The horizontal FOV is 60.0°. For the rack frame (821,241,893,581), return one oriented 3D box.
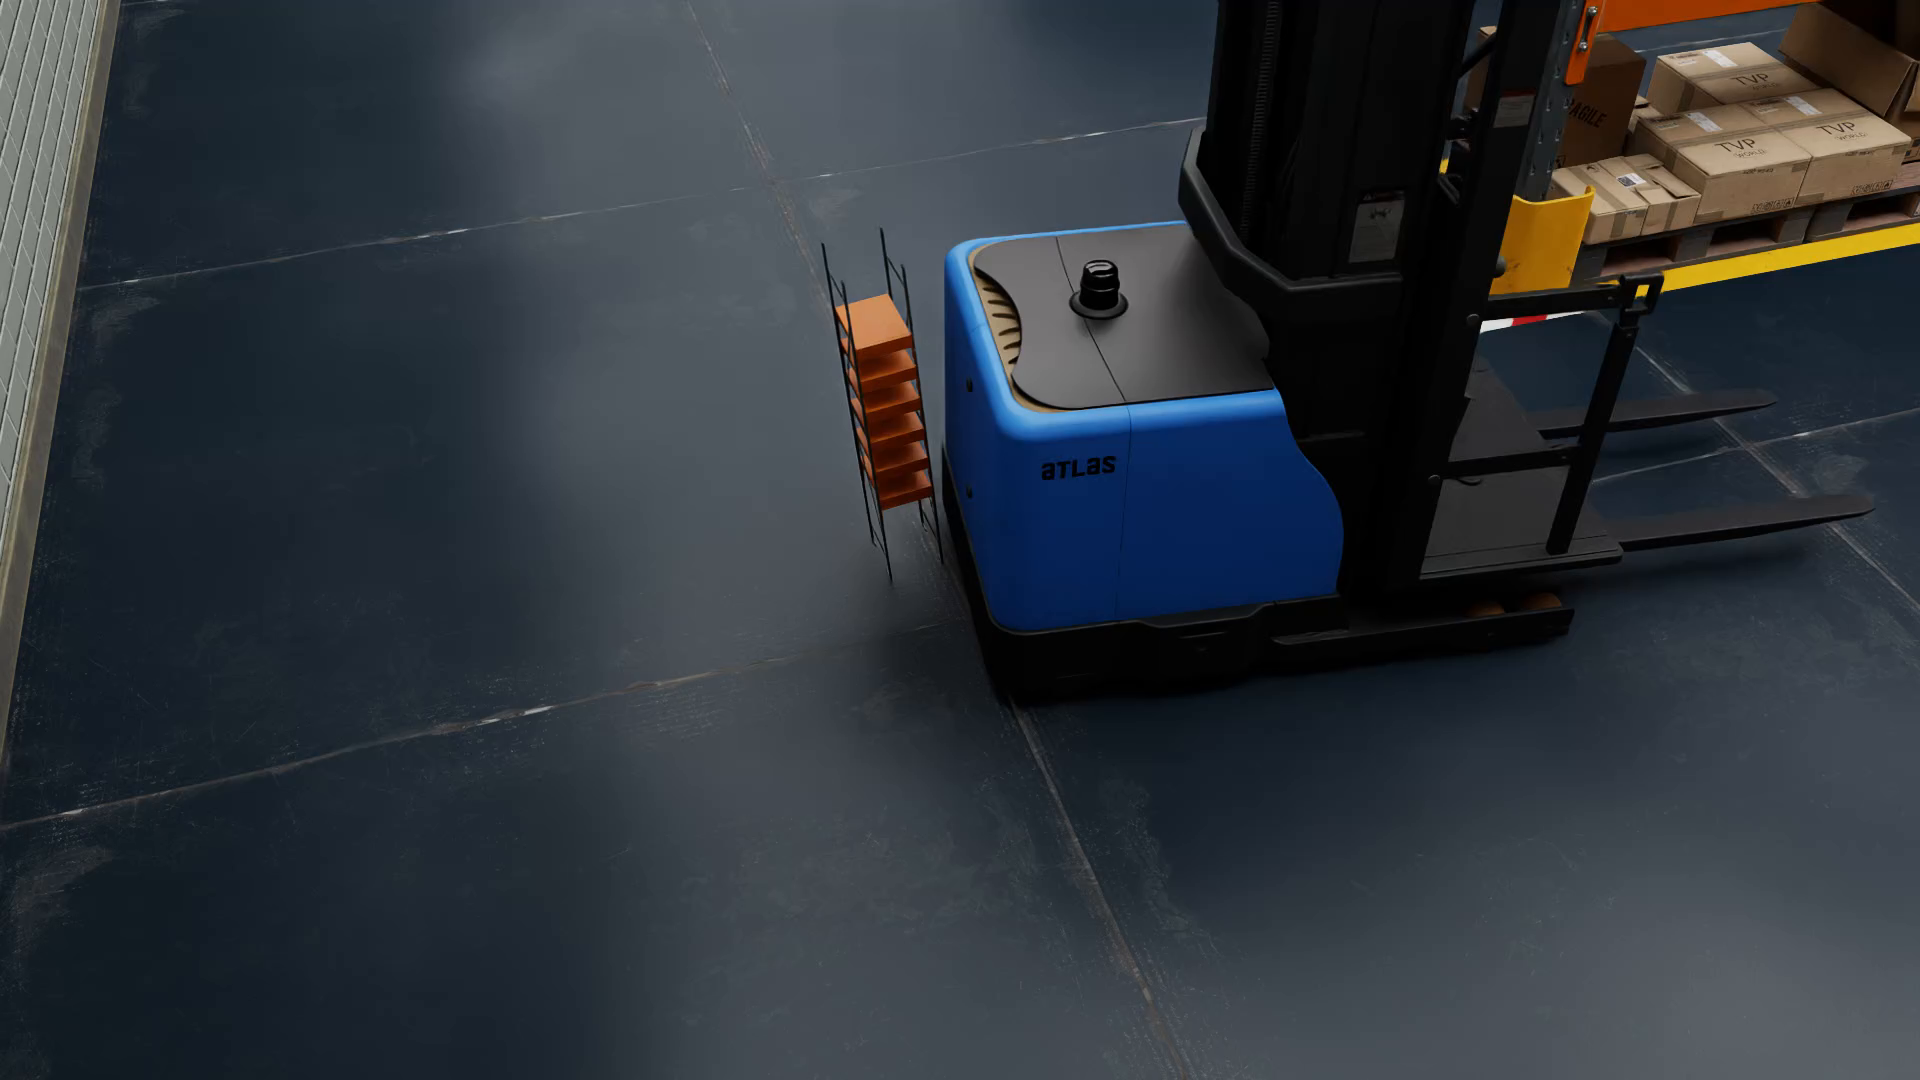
[{"bbox_3d":[-0.320,-0.376,5.271,0.006,1.200,0.240,-17,44,-10],"label":"rack frame"}]

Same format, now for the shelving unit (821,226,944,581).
[{"bbox_3d":[-0.234,-0.401,5.287,0.189,1.200,0.258,-17,44,-10],"label":"shelving unit"}]

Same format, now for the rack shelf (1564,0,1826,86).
[{"bbox_3d":[4.028,-2.563,6.950,4.000,0.370,1.077,-12,42,-13],"label":"rack shelf"}]

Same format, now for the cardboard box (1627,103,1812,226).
[{"bbox_3d":[3.201,-1.597,7.054,0.500,0.250,0.500,-12,42,-13],"label":"cardboard box"}]

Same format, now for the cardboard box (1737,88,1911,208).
[{"bbox_3d":[3.678,-1.696,7.167,0.500,0.250,0.500,-12,42,-13],"label":"cardboard box"}]

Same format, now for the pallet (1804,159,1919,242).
[{"bbox_3d":[4.114,-1.800,7.650,1.213,0.211,1.003,-12,42,-13],"label":"pallet"}]

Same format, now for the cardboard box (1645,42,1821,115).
[{"bbox_3d":[3.480,-2.000,7.514,0.500,0.250,0.500,-12,42,-13],"label":"cardboard box"}]

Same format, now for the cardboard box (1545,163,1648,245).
[{"bbox_3d":[2.623,-1.398,6.902,0.250,0.149,0.380,-12,42,-13],"label":"cardboard box"}]

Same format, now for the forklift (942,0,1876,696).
[{"bbox_3d":[1.504,-1.087,4.767,3.031,2.935,1.130,-7,42,-7],"label":"forklift"}]

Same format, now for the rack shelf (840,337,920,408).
[{"bbox_3d":[-0.251,-0.544,5.155,0.180,0.103,0.258,-17,44,-10],"label":"rack shelf"}]

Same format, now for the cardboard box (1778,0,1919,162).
[{"bbox_3d":[4.145,-2.080,7.414,0.637,0.503,0.797,-12,42,-13],"label":"cardboard box"}]

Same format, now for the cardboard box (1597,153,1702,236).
[{"bbox_3d":[2.861,-1.454,6.953,0.250,0.166,0.380,-12,42,-13],"label":"cardboard box"}]

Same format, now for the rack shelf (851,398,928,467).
[{"bbox_3d":[-0.230,-0.369,5.317,0.180,0.103,0.258,-17,44,-10],"label":"rack shelf"}]

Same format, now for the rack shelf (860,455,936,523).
[{"bbox_3d":[-0.209,-0.194,5.480,0.180,0.103,0.258,-17,44,-10],"label":"rack shelf"}]

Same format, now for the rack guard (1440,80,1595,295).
[{"bbox_3d":[2.193,-1.512,7.101,0.348,0.500,1.175,-12,42,-13],"label":"rack guard"}]

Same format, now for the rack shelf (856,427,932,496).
[{"bbox_3d":[-0.219,-0.281,5.399,0.180,0.103,0.258,-17,44,-10],"label":"rack shelf"}]

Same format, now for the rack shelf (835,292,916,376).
[{"bbox_3d":[-0.262,-0.632,5.073,0.180,0.103,0.258,-17,44,-10],"label":"rack shelf"}]

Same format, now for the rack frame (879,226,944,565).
[{"bbox_3d":[-0.148,-0.427,5.304,0.006,1.200,0.240,-17,44,-10],"label":"rack frame"}]

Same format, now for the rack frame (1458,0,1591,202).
[{"bbox_3d":[2.120,-2.438,6.261,0.127,3.000,1.000,-12,42,-13],"label":"rack frame"}]

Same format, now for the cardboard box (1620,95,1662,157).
[{"bbox_3d":[2.978,-1.823,7.376,0.250,0.166,0.380,-12,42,-13],"label":"cardboard box"}]

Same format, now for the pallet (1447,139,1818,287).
[{"bbox_3d":[2.953,-1.561,7.377,1.213,0.211,1.003,-12,42,-13],"label":"pallet"}]

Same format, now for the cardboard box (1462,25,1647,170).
[{"bbox_3d":[2.565,-1.925,7.239,0.500,0.500,0.500,-12,42,-13],"label":"cardboard box"}]

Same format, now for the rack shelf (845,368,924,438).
[{"bbox_3d":[-0.241,-0.456,5.236,0.180,0.103,0.258,-17,44,-10],"label":"rack shelf"}]
